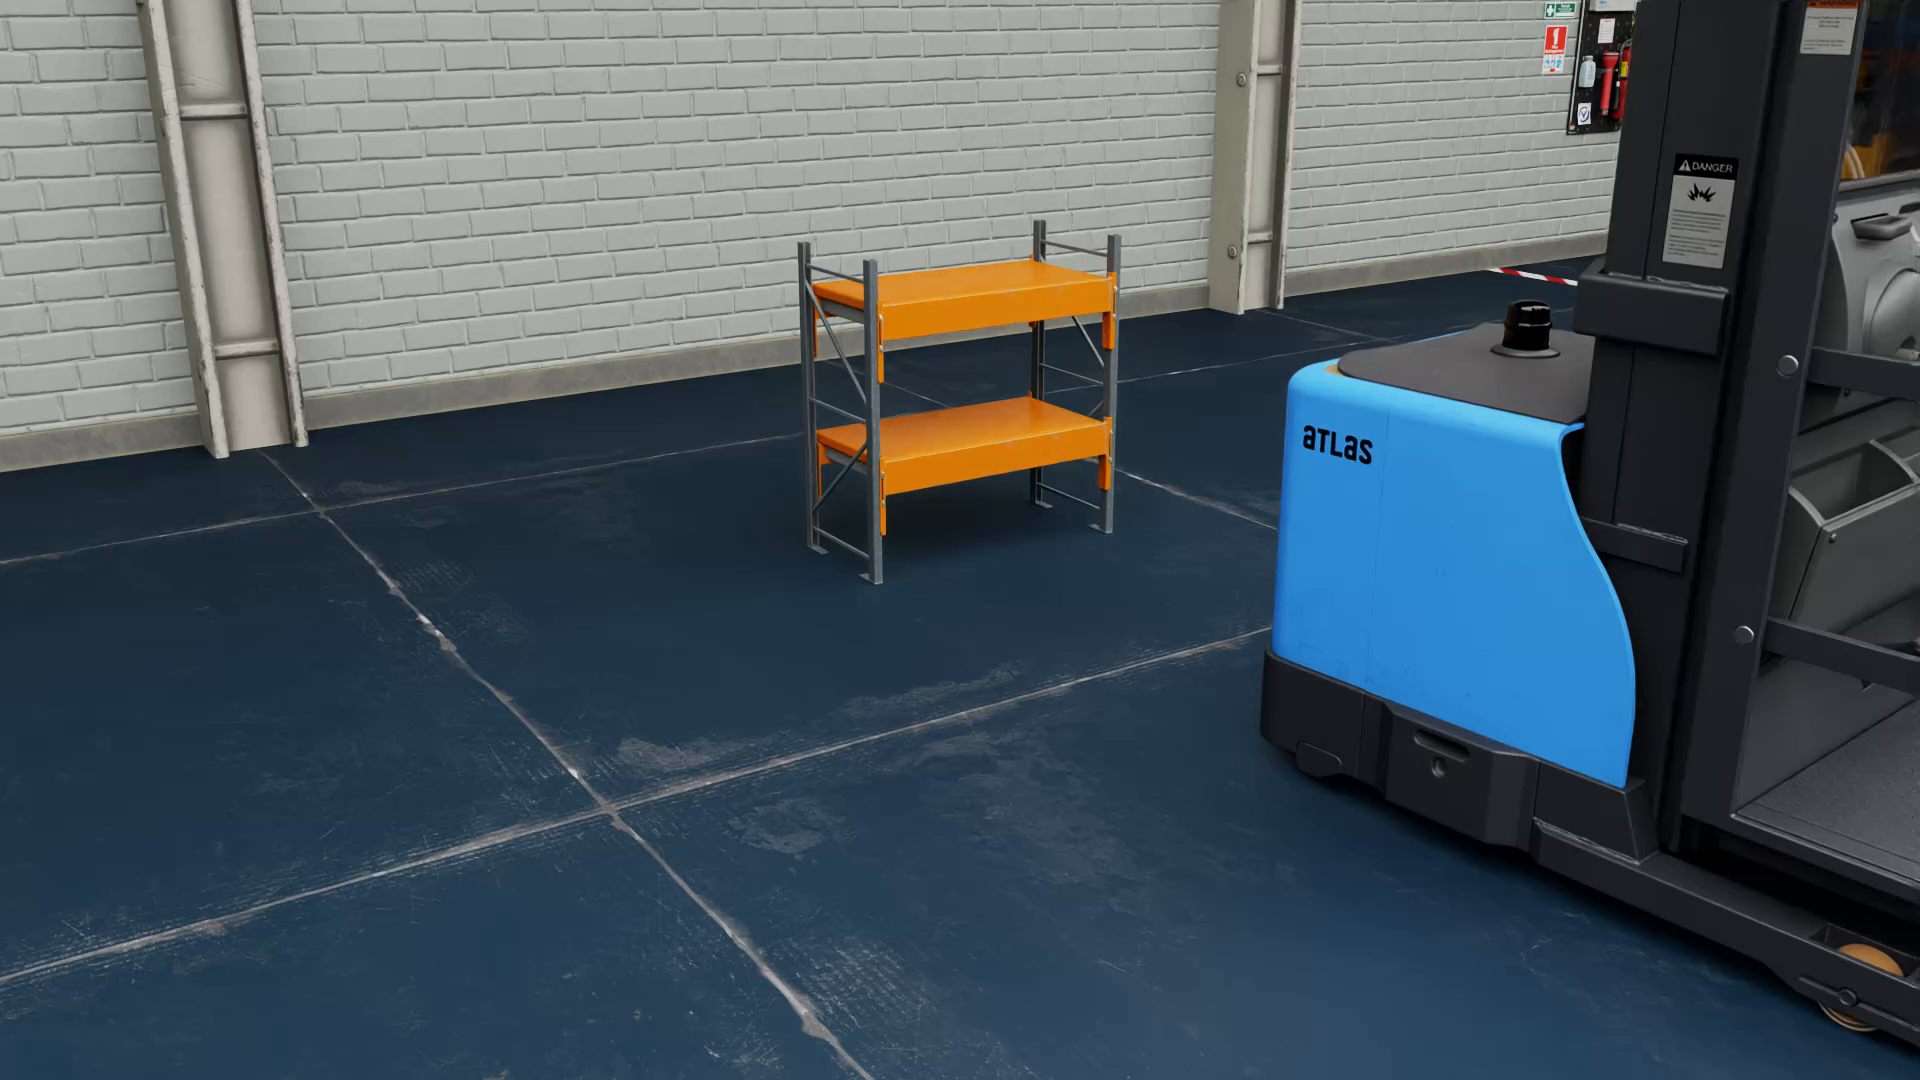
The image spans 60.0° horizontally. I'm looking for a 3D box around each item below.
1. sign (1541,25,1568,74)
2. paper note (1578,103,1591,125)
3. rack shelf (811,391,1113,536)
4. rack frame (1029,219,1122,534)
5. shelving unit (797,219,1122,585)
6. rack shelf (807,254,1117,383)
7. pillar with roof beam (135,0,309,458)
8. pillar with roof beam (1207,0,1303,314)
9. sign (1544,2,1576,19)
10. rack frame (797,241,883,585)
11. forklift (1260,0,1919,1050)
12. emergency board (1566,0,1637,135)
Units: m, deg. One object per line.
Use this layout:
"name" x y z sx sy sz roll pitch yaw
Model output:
"sign" 4.230 -3.490 11.829 0.234 0.329 0.001 -12 22 -31
"paper note" 4.563 -3.113 12.145 0.142 0.148 0.016 -12 22 -31
"rack shelf" 0.006 -0.302 6.146 1.000 0.278 0.538 -12 22 -31
"rack frame" 0.430 -0.624 6.333 0.032 1.125 0.500 -12 22 -31
"shelving unit" 0.006 -0.534 6.068 1.048 1.125 0.538 -12 22 -31
"rack shelf" 0.006 -0.811 5.974 1.000 0.278 0.538 -12 22 -31
"pillar with roof beam" -0.821 -3.545 2.680 0.400 9.000 9.100 -12 22 -31
"pillar with roof beam" 4.190 -4.602 5.806 0.400 9.000 9.100 -12 22 -31
"sign" 4.239 -3.740 11.740 0.331 0.109 0.001 -12 22 -31
"rack frame" -0.419 -0.445 5.803 0.032 1.125 0.500 -12 22 -31
"forklift" 2.137 -0.539 3.263 1.130 2.935 3.031 -15 24 -37
"emergency board" 4.749 -3.543 12.042 0.643 1.169 0.194 -12 22 -31
